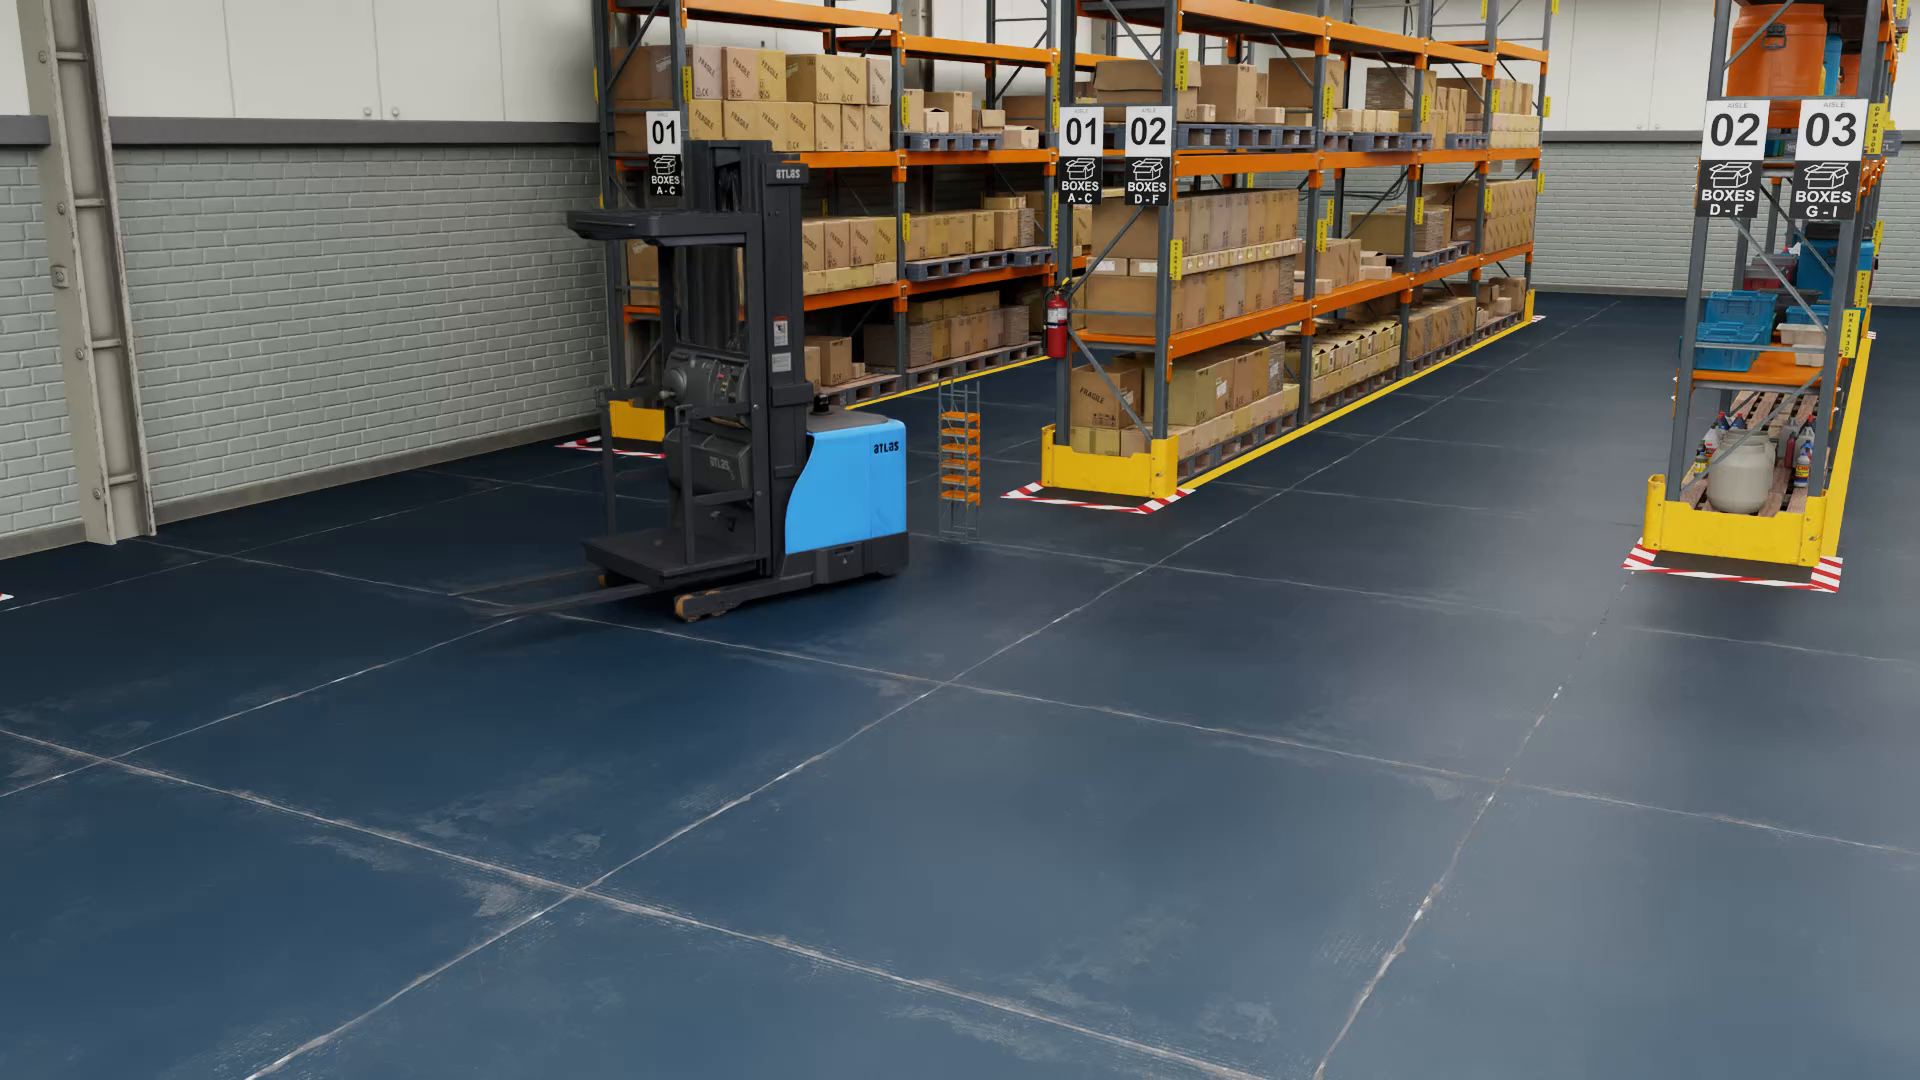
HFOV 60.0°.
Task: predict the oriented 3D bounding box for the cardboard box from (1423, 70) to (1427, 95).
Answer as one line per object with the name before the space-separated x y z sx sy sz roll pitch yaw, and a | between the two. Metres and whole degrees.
cardboard box | 5.623 -5.735 21.173 0.500 0.500 0.500 7 15 28

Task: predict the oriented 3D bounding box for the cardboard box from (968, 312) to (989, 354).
cardboard box | -0.047 -2.756 21.960 0.700 0.500 0.500 7 15 28

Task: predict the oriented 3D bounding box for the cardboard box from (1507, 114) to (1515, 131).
cardboard box | 8.038 -6.273 25.006 0.500 0.250 0.500 7 15 28

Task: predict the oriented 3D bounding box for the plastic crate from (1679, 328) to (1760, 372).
plastic crate | 5.607 -1.409 12.296 0.499 0.251 0.616 7 15 28

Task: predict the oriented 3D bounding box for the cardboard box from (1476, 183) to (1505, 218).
cardboard box | 7.817 -5.074 24.834 0.500 0.500 0.500 7 15 26

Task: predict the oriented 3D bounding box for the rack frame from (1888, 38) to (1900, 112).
rack frame | 13.361 -7.544 24.625 1.000 3.000 0.127 7 15 28

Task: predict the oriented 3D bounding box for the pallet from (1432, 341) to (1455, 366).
pallet | 6.145 -2.591 22.830 1.003 0.211 1.213 7 15 28

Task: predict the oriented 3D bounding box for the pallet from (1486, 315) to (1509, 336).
pallet | 8.015 -3.405 26.208 1.003 0.211 1.213 7 15 28

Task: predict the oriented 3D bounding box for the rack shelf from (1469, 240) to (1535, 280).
rack shelf | 8.060 -4.429 26.041 1.077 0.370 4.000 7 15 28

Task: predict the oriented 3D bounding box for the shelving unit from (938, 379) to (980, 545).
shelving unit | -0.007 -0.580 12.381 0.258 1.200 0.189 7 15 28

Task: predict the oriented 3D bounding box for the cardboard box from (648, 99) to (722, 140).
cardboard box | -2.665 -4.024 16.169 0.500 0.500 0.500 8 16 30

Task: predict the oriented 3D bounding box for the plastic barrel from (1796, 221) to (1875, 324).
plastic barrel | 8.012 -2.454 15.244 0.600 0.901 0.708 7 15 28

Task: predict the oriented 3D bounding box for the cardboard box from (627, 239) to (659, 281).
cardboard box | -3.004 -2.890 16.796 0.500 0.500 0.500 7 15 27

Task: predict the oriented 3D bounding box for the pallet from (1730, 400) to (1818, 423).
pallet | 8.495 -1.227 17.171 1.003 0.211 1.213 7 15 28

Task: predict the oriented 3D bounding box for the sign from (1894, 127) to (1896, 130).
sign | 13.851 -5.976 24.744 0.100 0.325 0.005 7 15 28

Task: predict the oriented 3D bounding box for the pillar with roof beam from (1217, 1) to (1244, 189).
pillar with roof beam | 9.006 -8.831 29.962 9.100 9.000 0.400 7 15 28

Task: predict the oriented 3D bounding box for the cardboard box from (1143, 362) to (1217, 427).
cardboard box | 1.986 -1.326 15.006 0.500 0.500 0.500 7 15 28

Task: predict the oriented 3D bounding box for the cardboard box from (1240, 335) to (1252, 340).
cardboard box | 2.728 -1.900 17.385 0.500 0.500 0.500 7 15 28

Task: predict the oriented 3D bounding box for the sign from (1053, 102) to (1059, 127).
sign | 1.296 -5.756 22.507 0.100 0.325 0.005 7 15 28

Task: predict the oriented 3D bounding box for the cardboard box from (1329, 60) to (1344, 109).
cardboard box | 3.814 -4.923 17.978 0.500 0.500 0.500 9 16 33

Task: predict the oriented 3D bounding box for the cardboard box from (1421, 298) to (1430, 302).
cardboard box | 6.398 -3.185 23.740 0.500 0.500 0.500 8 16 29

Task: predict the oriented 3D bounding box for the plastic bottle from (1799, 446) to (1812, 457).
plastic bottle | 6.942 -0.639 13.668 0.097 0.271 0.097 0 14 0

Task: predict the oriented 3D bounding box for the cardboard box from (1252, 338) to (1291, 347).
cardboard box | 3.417 -2.091 18.579 0.500 0.311 0.500 8 16 30

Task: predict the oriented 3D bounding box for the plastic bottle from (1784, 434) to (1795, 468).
plastic bottle | 7.077 -0.768 14.174 0.061 0.283 0.133 7 15 28

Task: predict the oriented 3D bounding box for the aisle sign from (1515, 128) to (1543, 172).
aisle sign | 9.328 -6.433 27.268 0.394 0.787 0.004 7 15 28

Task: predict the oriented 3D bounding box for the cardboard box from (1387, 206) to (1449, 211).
cardboard box | 6.392 -4.401 23.281 0.700 0.500 0.500 10 17 37

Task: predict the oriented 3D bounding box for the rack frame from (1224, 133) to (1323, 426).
rack frame | 3.226 -2.728 17.447 1.000 3.000 0.127 7 15 28

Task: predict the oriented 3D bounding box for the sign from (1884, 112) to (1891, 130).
sign | 8.037 -3.564 14.495 0.100 0.325 0.005 7 15 28

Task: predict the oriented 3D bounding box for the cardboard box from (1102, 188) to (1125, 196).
cardboard box | 2.251 -5.164 25.061 0.500 0.250 0.500 8 16 29

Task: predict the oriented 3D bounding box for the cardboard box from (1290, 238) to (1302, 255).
cardboard box | 3.282 -3.011 17.027 0.380 0.149 0.250 7 15 28

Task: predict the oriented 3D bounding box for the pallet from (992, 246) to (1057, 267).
pallet | 0.570 -3.857 22.542 1.213 0.211 1.003 7 15 28

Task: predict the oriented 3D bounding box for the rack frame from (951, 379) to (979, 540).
rack frame | 0.037 -0.599 12.458 0.240 1.200 0.006 7 15 28

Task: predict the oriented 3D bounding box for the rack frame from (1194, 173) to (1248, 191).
rack frame | 4.689 -5.750 29.984 1.000 3.000 0.127 7 15 28

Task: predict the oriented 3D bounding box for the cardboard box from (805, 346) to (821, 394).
cardboard box | -1.959 -1.860 18.242 0.700 0.500 0.500 6 15 25

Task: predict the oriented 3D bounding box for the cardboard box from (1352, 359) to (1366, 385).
cardboard box | 4.381 -1.965 19.256 0.500 0.250 0.500 8 16 29

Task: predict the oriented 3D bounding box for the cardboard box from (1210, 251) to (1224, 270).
cardboard box | 2.168 -2.539 15.067 0.380 0.149 0.250 7 15 26

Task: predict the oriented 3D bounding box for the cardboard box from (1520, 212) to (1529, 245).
cardboard box | 8.801 -5.009 26.695 0.500 0.500 0.500 8 15 29

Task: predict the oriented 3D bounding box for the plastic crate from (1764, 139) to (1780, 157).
plastic crate | 6.285 -3.221 13.127 0.392 0.384 0.575 7 15 28

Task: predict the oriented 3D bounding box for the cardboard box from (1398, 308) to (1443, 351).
cardboard box | 6.125 -2.818 22.218 0.500 0.500 0.500 7 15 27

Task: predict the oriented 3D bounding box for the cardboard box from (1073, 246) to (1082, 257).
cardboard box | 1.515 -4.133 23.771 0.380 0.149 0.250 8 16 30

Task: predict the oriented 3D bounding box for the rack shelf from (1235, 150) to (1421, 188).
rack shelf | 4.193 -4.246 18.882 1.077 0.370 4.000 7 15 28

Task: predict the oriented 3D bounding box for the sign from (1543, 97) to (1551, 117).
sign | 9.503 -7.011 26.926 0.100 0.325 0.005 7 15 28

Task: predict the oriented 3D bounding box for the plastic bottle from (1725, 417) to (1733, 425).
plastic bottle | 6.890 -0.970 15.030 0.152 0.276 0.135 8 16 30

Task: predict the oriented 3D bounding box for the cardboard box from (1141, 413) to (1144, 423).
cardboard box | 1.524 -1.022 15.342 0.500 0.250 0.500 7 15 28

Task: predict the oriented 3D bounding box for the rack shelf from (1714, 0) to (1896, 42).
rack shelf | 6.594 -4.128 12.842 1.077 0.370 4.000 7 15 28

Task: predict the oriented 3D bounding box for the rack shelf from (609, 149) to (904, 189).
rack shelf | -2.079 -3.986 17.803 1.077 0.370 4.000 7 15 28

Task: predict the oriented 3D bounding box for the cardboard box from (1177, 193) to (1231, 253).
cardboard box | 2.047 -2.903 15.195 0.700 0.500 0.500 7 15 28

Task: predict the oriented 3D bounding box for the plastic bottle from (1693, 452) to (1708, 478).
plastic bottle | 6.131 -0.625 13.757 0.097 0.201 0.097 0 14 0

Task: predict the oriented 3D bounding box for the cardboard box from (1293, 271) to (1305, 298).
cardboard box | 3.426 -2.761 17.904 0.500 0.250 0.500 9 16 32

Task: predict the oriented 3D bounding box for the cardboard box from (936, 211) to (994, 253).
cardboard box | 0.020 -4.015 21.637 0.700 0.500 0.500 7 15 28

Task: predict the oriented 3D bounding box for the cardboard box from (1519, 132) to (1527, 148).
cardboard box | 8.528 -6.234 25.912 0.500 0.250 0.500 7 15 28

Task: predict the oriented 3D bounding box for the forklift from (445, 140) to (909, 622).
forklift | -1.804 -1.052 10.643 3.031 2.935 1.130 -11 18 -39

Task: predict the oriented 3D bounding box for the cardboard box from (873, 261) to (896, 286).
cardboard box | -1.076 -3.093 19.242 0.500 0.250 0.500 7 15 28

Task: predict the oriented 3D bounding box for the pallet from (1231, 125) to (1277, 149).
pallet | 2.246 -3.715 15.334 1.003 0.211 1.213 7 15 28

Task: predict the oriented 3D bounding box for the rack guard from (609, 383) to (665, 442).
rack guard | -3.009 -1.268 16.725 1.175 0.500 0.348 7 15 28

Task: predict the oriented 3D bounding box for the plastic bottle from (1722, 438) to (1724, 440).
plastic bottle | 6.370 -0.701 13.900 0.061 0.283 0.133 7 15 28
